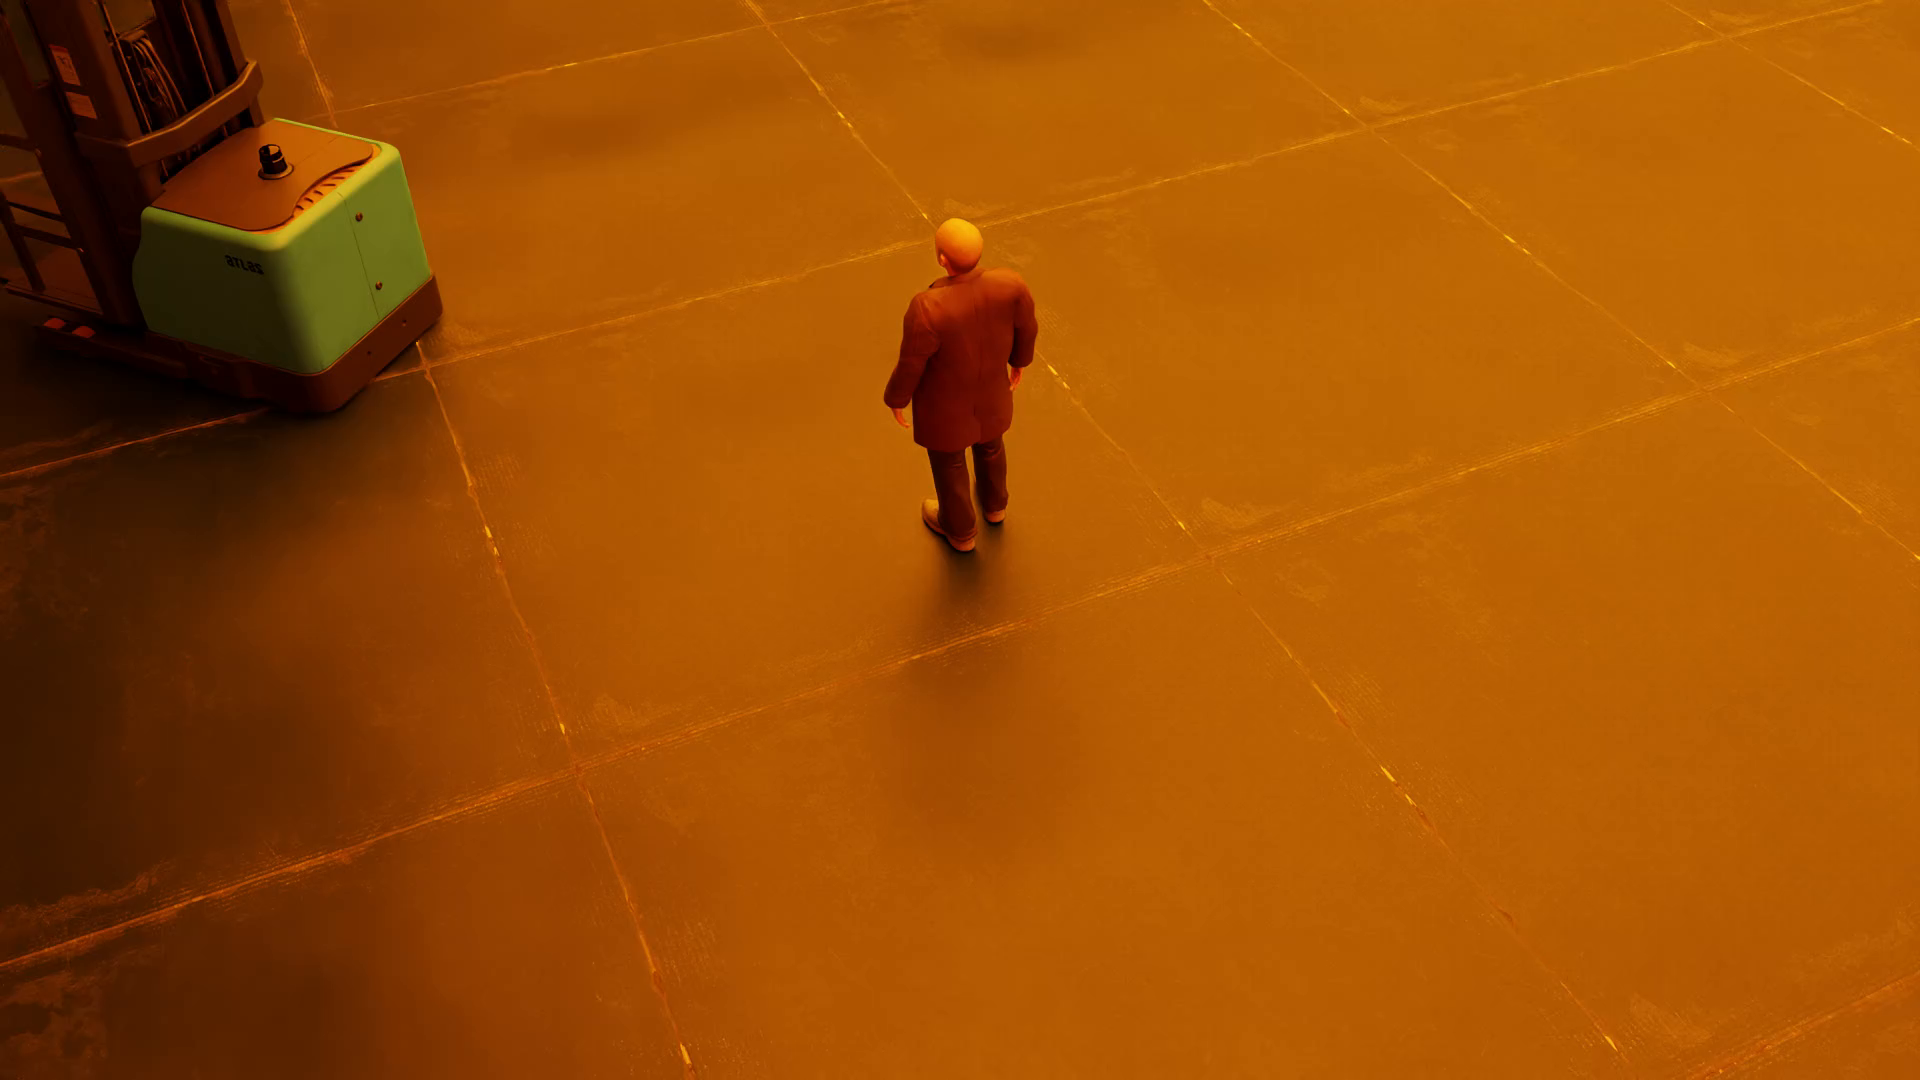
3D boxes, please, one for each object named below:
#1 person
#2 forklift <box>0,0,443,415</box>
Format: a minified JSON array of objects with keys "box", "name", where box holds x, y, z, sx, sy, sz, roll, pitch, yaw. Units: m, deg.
[{"box":[-0.035,-0.713,7.279,0.696,1.778,0.579,-18,46,-18],"name":"person"},{"box":[-4.382,-2.359,8.208,3.031,2.935,1.130,16,45,16],"name":"forklift"}]
